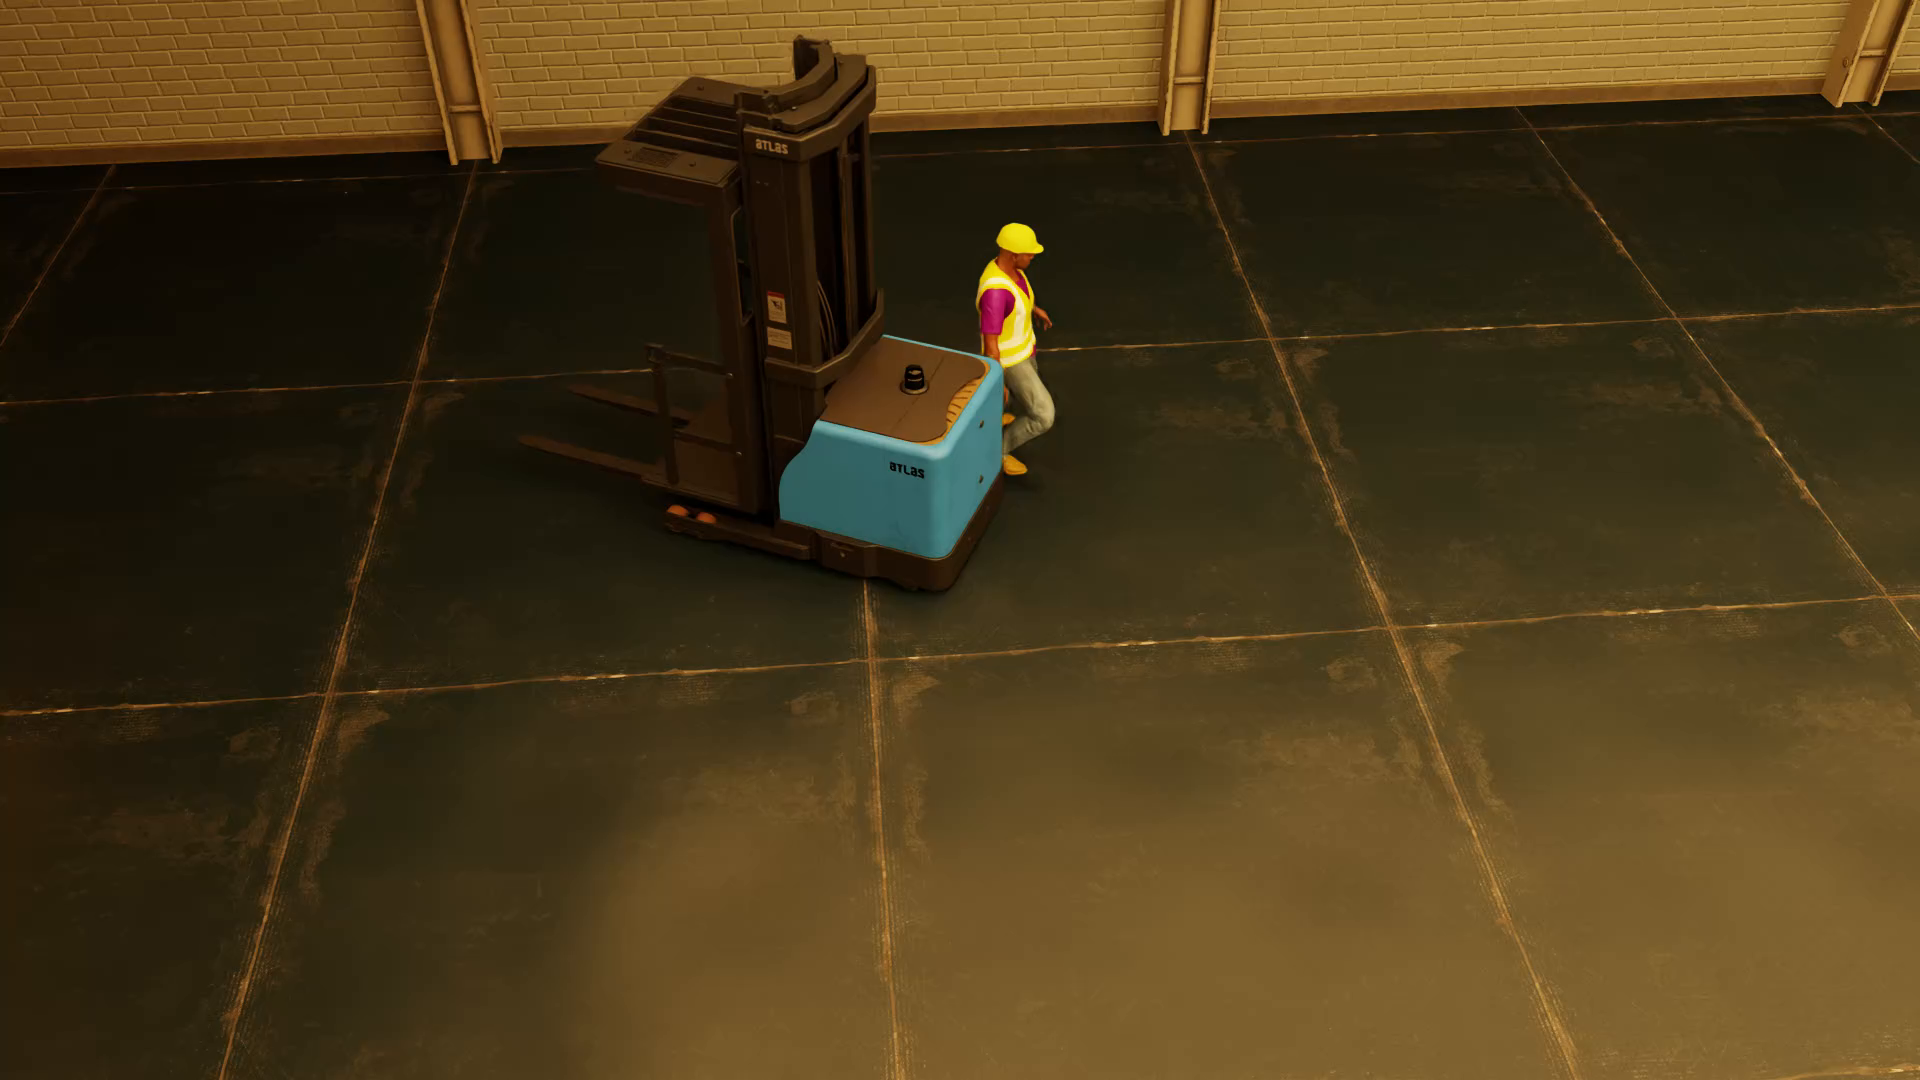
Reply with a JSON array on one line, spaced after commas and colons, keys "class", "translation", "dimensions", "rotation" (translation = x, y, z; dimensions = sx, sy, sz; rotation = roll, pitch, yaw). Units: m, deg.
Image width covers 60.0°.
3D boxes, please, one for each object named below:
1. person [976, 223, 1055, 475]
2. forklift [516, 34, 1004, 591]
[{"class": "person", "translation": [0.341, -1.200, 10.345], "dimensions": [0.601, 1.657, 0.987], "rotation": [7, 41, 9]}, {"class": "forklift", "translation": [-1.299, -1.419, 9.597], "dimensions": [3.031, 2.935, 1.130], "rotation": [14, 43, 16]}]
